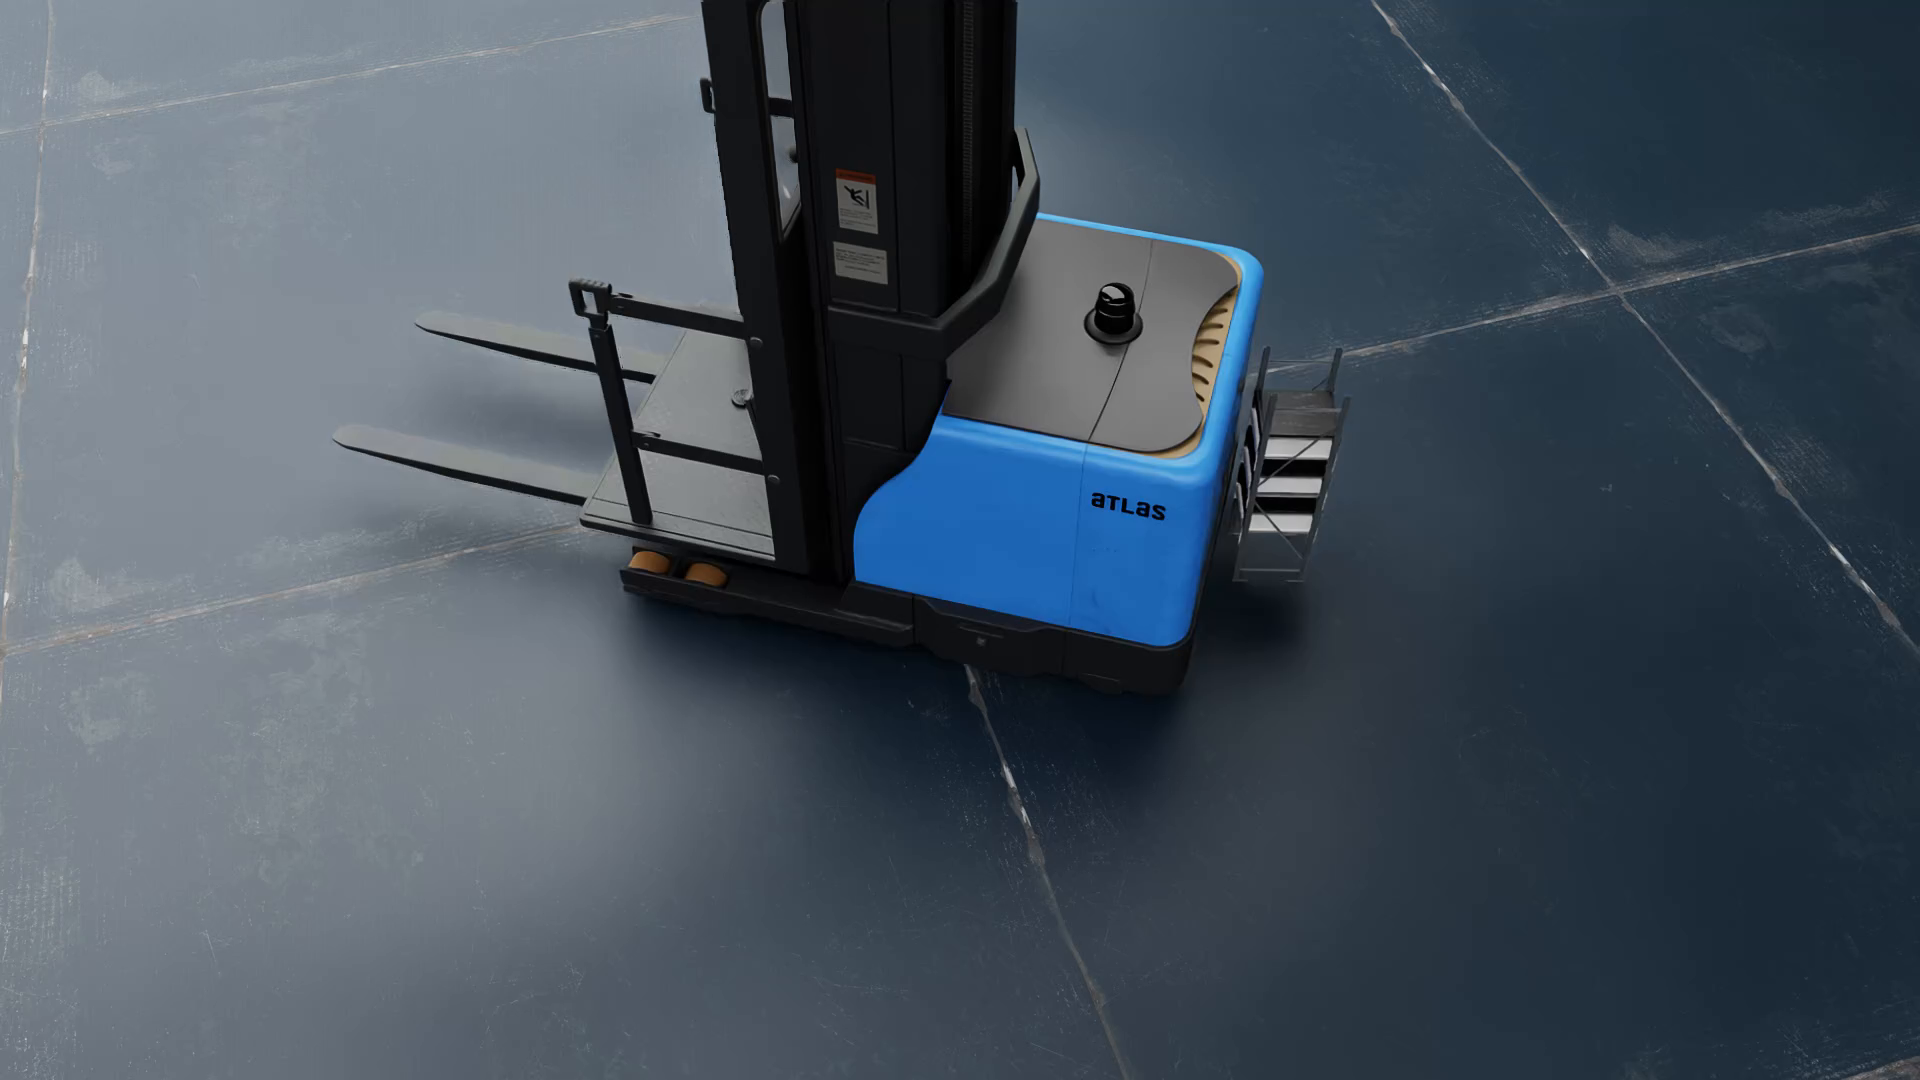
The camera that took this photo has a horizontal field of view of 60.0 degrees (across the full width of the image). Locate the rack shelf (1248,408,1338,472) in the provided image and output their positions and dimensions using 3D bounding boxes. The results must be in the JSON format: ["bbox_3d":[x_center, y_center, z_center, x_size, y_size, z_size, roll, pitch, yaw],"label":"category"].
[{"bbox_3d":[1.044,-0.316,5.233,0.258,0.077,0.200,1,51,1],"label":"rack shelf"}]

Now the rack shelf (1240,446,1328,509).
[{"bbox_3d":[1.044,-0.202,5.373,0.258,0.077,0.200,1,51,1],"label":"rack shelf"}]

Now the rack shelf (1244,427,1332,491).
[{"bbox_3d":[1.044,-0.259,5.303,0.258,0.077,0.200,1,51,1],"label":"rack shelf"}]

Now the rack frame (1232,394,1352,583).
[{"bbox_3d":[1.042,-0.145,5.283,0.240,0.900,0.006,1,51,1],"label":"rack frame"}]

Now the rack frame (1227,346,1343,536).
[{"bbox_3d":[1.046,-0.302,5.411,0.240,0.900,0.006,1,51,1],"label":"rack frame"}]

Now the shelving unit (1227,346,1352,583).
[{"bbox_3d":[1.044,-0.223,5.347,0.258,0.900,0.210,1,51,1],"label":"shelving unit"}]

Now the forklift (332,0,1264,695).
[{"bbox_3d":[-0.629,-1.087,4.749,3.031,2.935,1.130,12,51,10],"label":"forklift"}]

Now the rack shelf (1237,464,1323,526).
[{"bbox_3d":[1.044,-0.145,5.443,0.258,0.077,0.200,1,51,1],"label":"rack shelf"}]

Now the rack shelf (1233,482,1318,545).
[{"bbox_3d":[1.044,-0.088,5.512,0.258,0.077,0.200,1,51,1],"label":"rack shelf"}]

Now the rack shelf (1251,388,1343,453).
[{"bbox_3d":[1.044,-0.373,5.164,0.258,0.077,0.200,1,51,1],"label":"rack shelf"}]
